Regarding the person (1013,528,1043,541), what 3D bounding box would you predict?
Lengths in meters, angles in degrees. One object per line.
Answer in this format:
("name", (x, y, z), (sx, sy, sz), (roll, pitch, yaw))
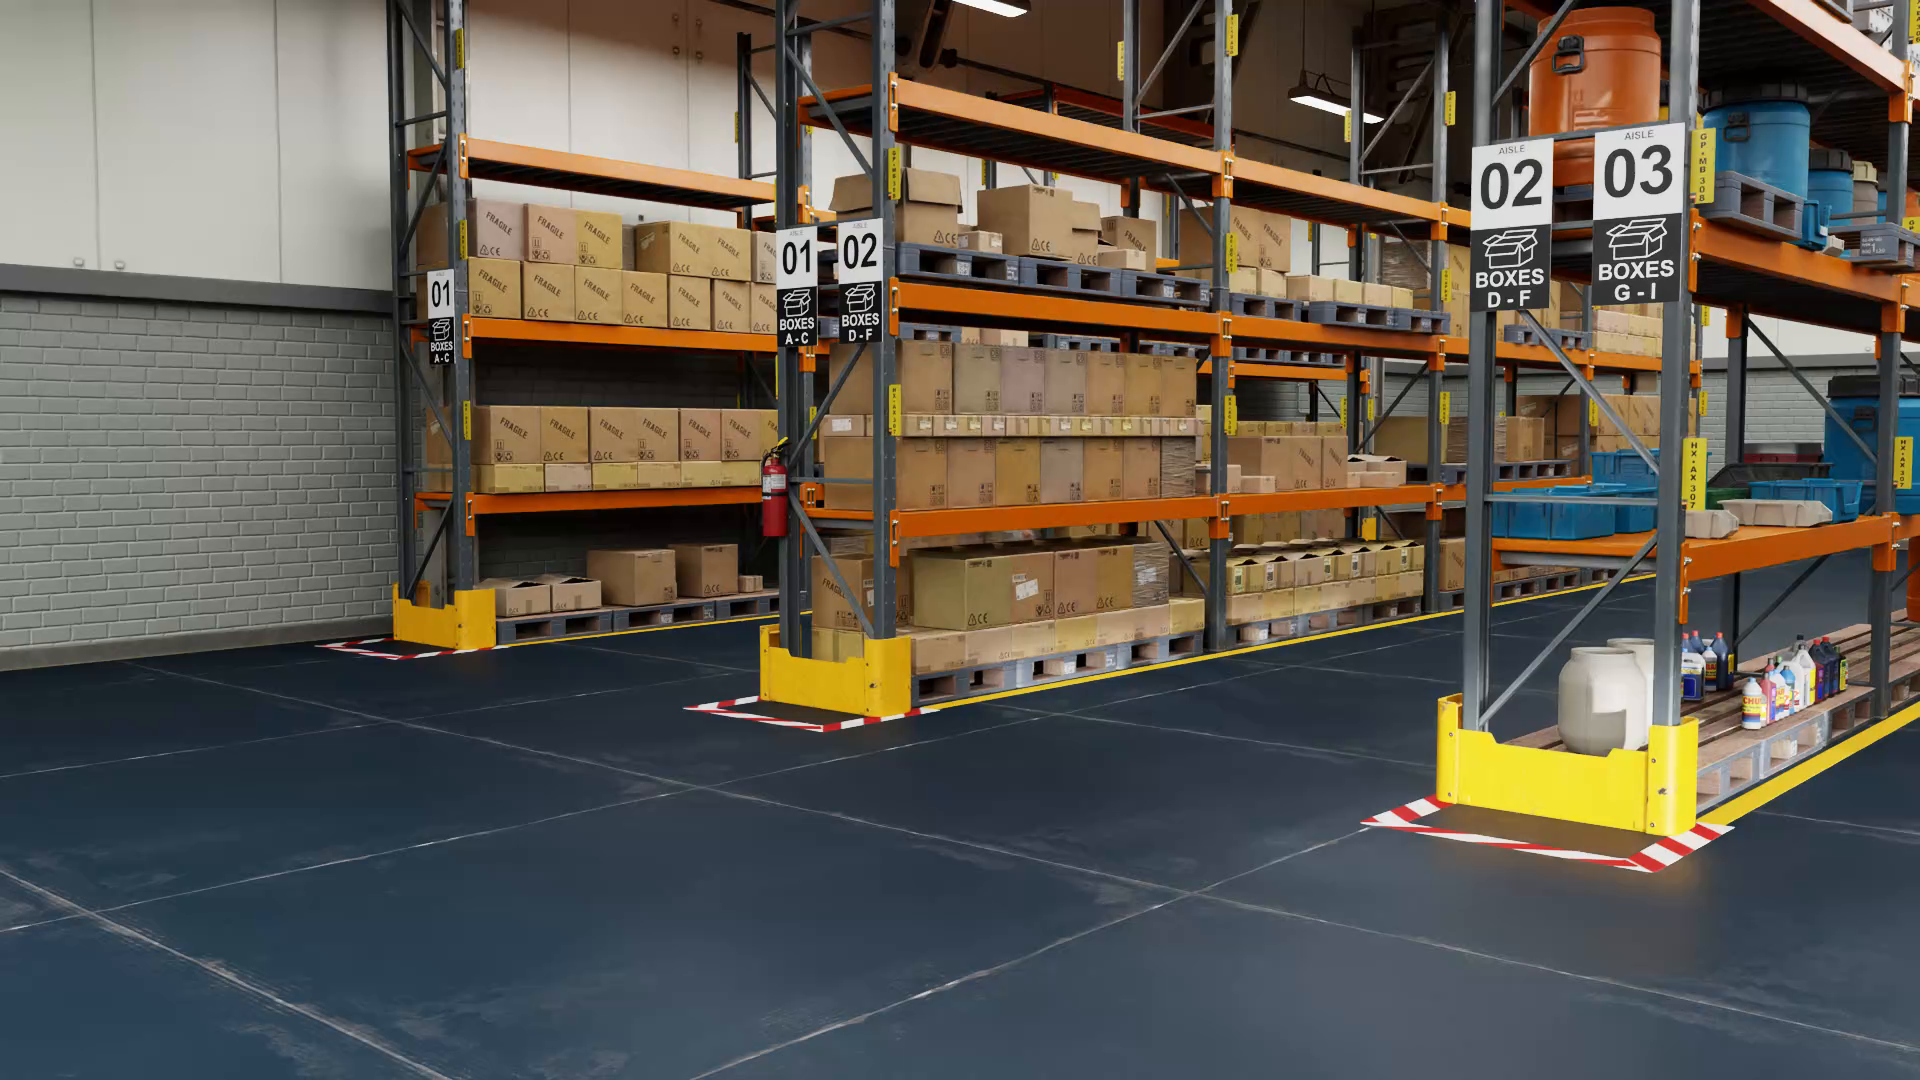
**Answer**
("person", (0.687, -0.068, 16.658), (0.407, 1.712, 0.522), (2, 4, 24))
